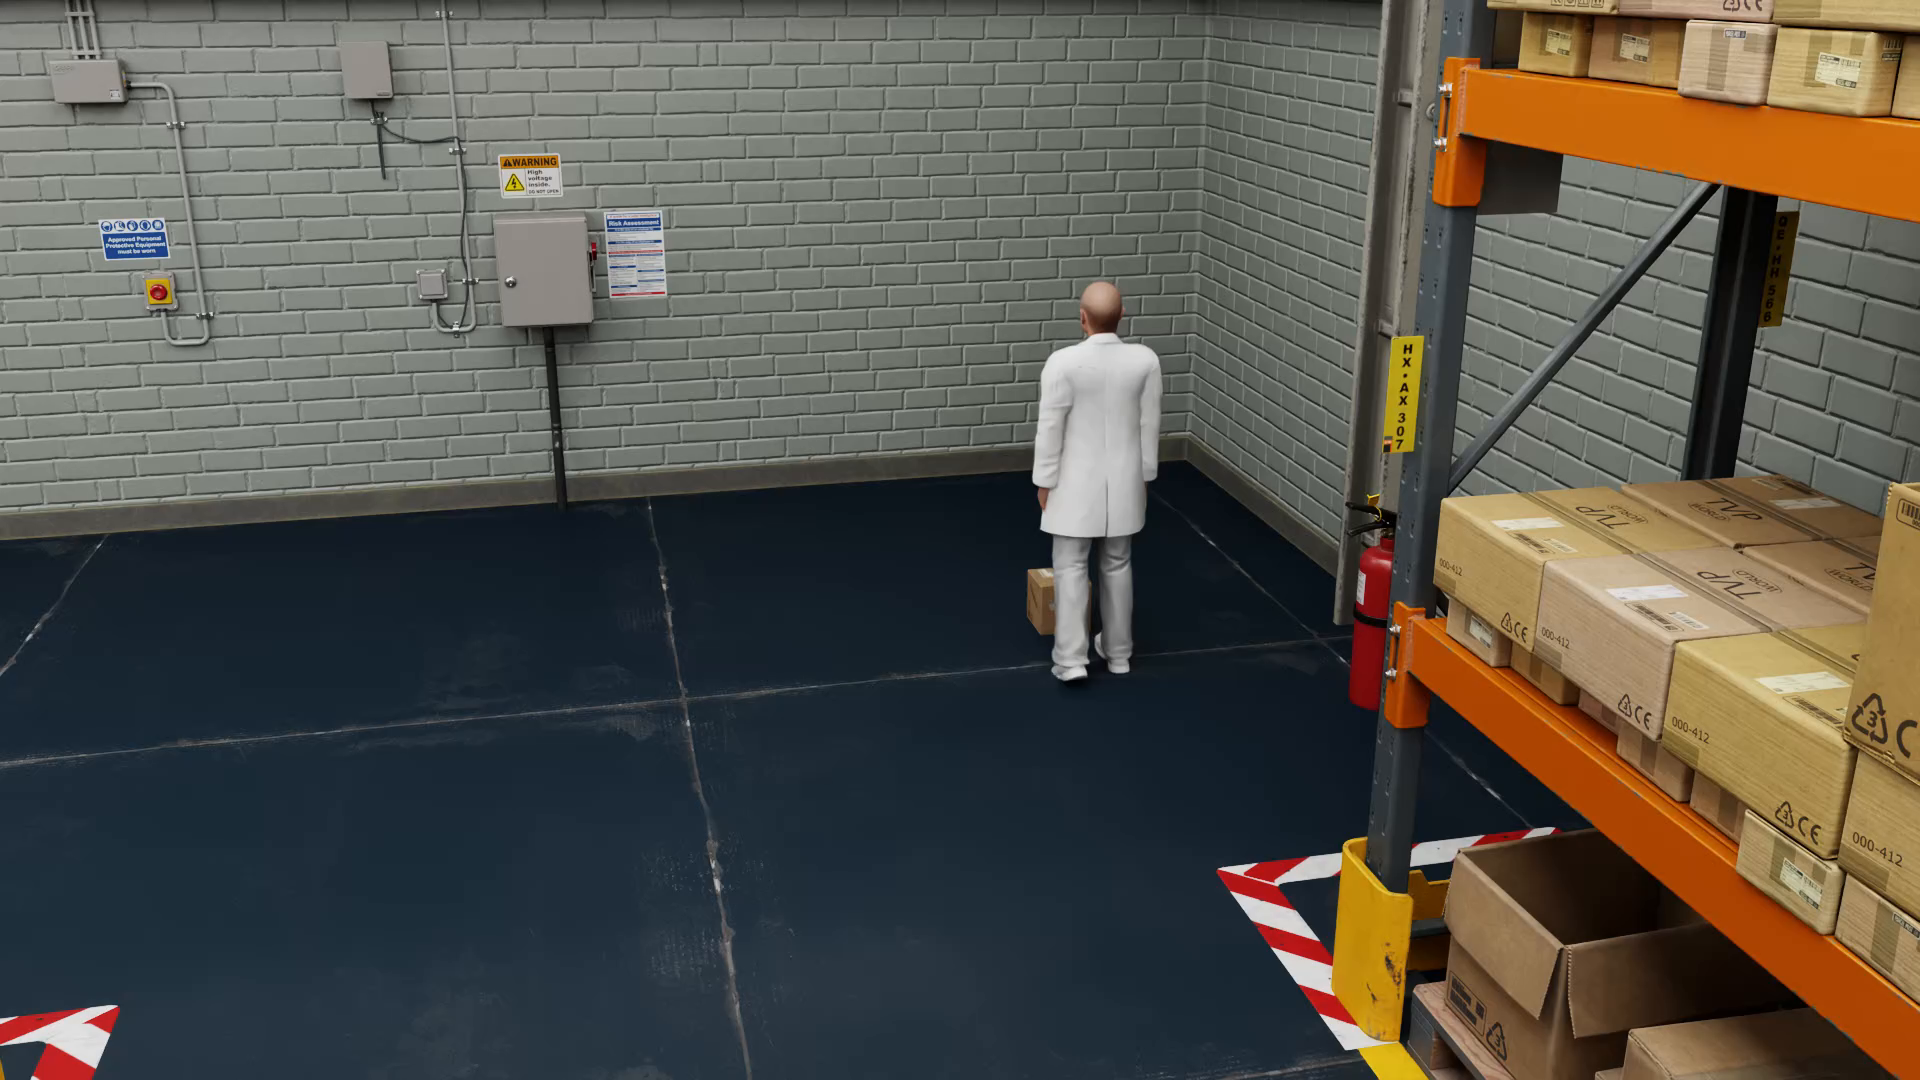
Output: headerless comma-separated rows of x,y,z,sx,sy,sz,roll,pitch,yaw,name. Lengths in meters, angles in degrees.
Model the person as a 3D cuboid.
0.593,-0.225,7.337,0.573,1.848,0.480,-4,20,-11,person
